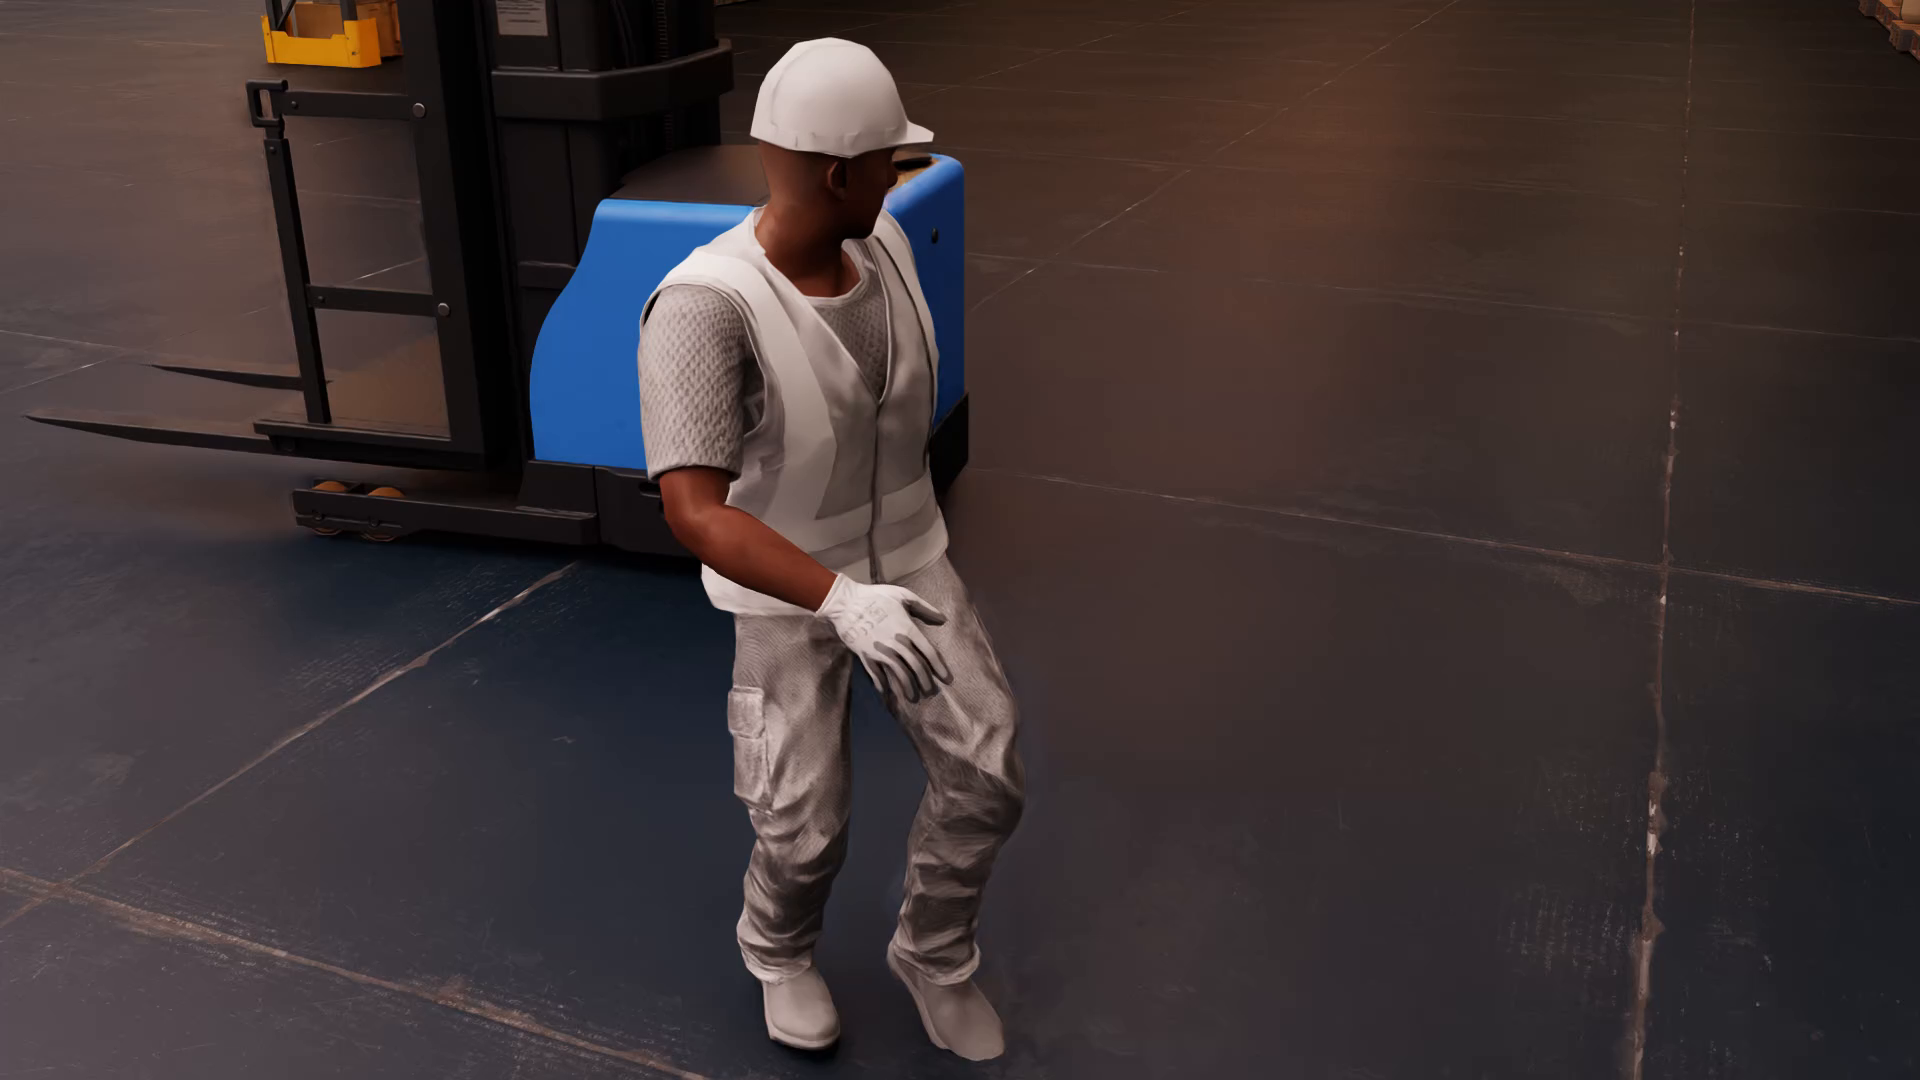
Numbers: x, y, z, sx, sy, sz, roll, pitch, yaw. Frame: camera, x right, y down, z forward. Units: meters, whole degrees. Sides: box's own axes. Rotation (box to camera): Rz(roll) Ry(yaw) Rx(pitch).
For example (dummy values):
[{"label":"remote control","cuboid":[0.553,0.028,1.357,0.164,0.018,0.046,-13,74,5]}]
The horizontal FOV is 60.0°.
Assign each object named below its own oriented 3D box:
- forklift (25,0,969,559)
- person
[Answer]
[{"label":"forklift","cuboid":[-1.547,-1.535,4.964,3.031,2.935,1.130,6,23,14]},{"label":"person","cuboid":[-0.211,0.088,2.724,0.689,1.759,0.797,-15,27,-32]}]
